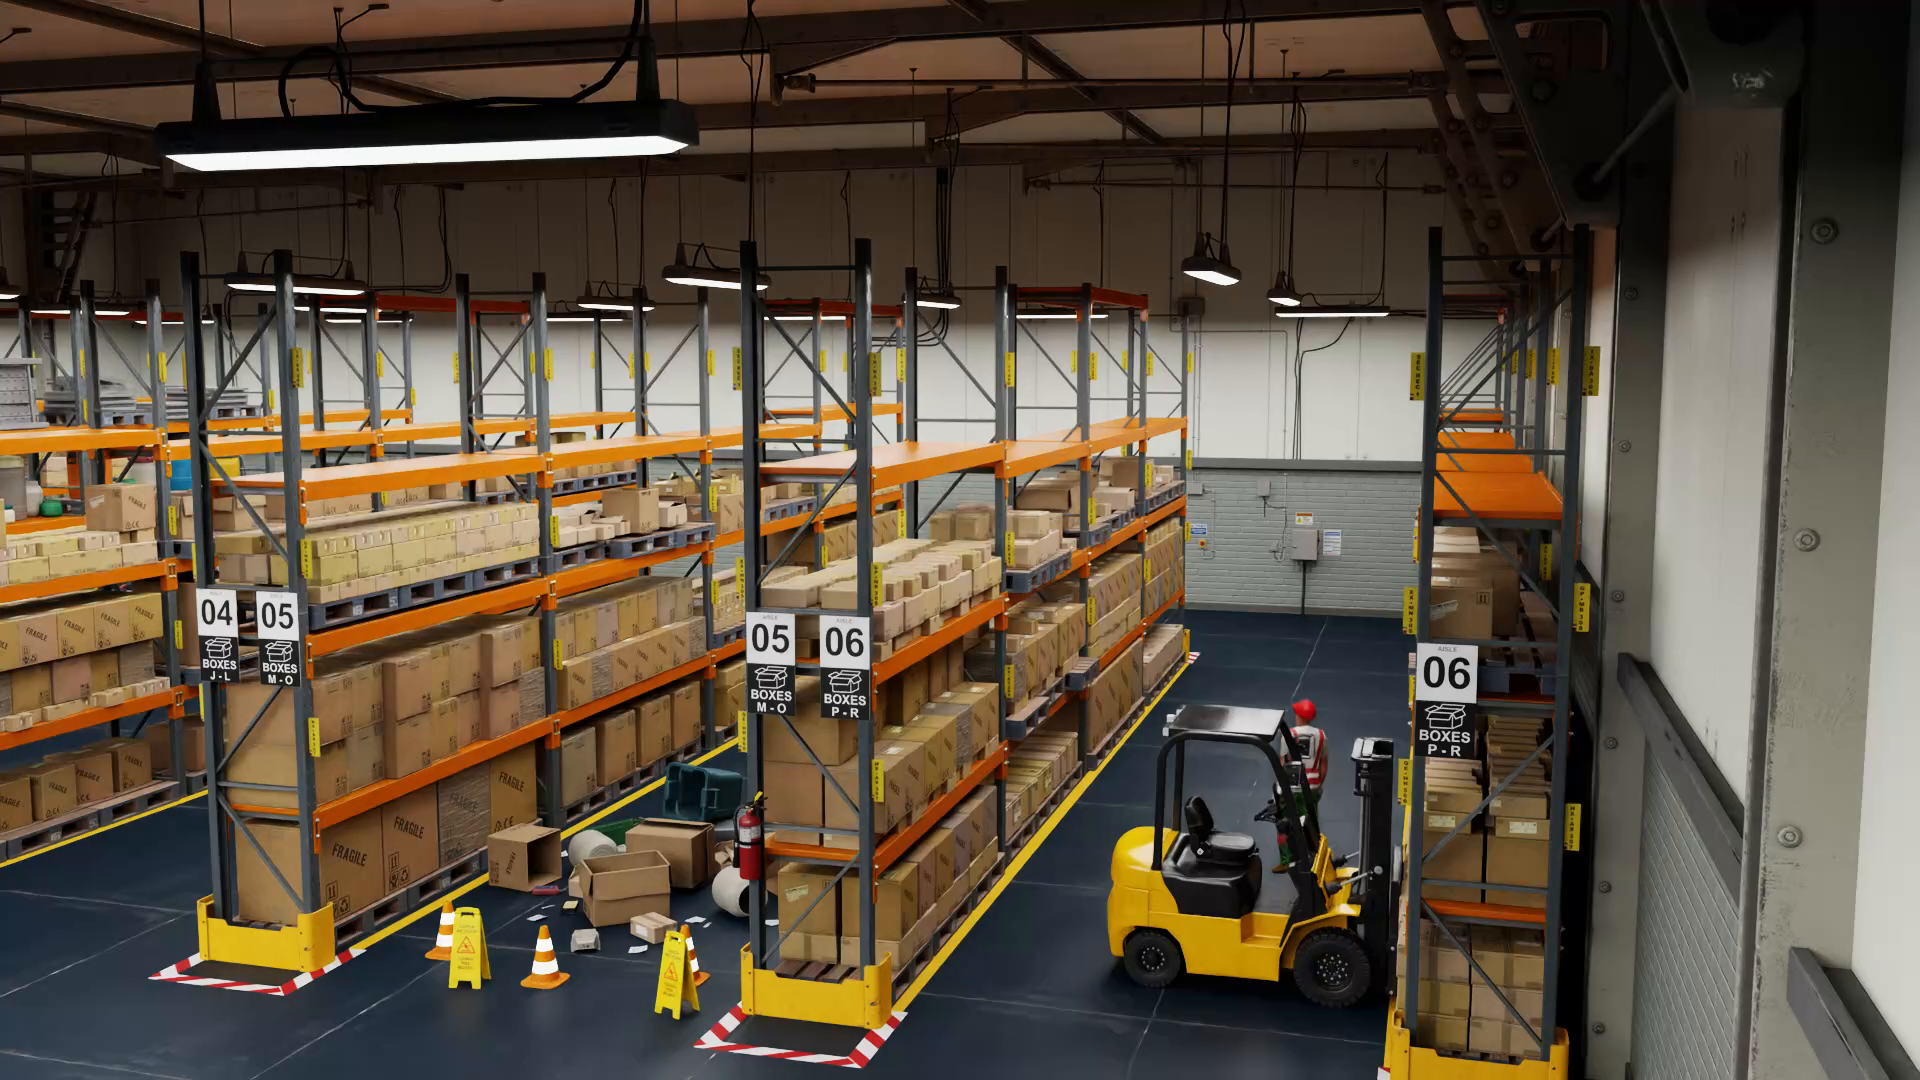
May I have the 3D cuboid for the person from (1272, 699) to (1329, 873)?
[{"bbox_3d":[3.357,2.465,16.335,0.532,1.808,0.543,0,6,3],"label":"person"}]
